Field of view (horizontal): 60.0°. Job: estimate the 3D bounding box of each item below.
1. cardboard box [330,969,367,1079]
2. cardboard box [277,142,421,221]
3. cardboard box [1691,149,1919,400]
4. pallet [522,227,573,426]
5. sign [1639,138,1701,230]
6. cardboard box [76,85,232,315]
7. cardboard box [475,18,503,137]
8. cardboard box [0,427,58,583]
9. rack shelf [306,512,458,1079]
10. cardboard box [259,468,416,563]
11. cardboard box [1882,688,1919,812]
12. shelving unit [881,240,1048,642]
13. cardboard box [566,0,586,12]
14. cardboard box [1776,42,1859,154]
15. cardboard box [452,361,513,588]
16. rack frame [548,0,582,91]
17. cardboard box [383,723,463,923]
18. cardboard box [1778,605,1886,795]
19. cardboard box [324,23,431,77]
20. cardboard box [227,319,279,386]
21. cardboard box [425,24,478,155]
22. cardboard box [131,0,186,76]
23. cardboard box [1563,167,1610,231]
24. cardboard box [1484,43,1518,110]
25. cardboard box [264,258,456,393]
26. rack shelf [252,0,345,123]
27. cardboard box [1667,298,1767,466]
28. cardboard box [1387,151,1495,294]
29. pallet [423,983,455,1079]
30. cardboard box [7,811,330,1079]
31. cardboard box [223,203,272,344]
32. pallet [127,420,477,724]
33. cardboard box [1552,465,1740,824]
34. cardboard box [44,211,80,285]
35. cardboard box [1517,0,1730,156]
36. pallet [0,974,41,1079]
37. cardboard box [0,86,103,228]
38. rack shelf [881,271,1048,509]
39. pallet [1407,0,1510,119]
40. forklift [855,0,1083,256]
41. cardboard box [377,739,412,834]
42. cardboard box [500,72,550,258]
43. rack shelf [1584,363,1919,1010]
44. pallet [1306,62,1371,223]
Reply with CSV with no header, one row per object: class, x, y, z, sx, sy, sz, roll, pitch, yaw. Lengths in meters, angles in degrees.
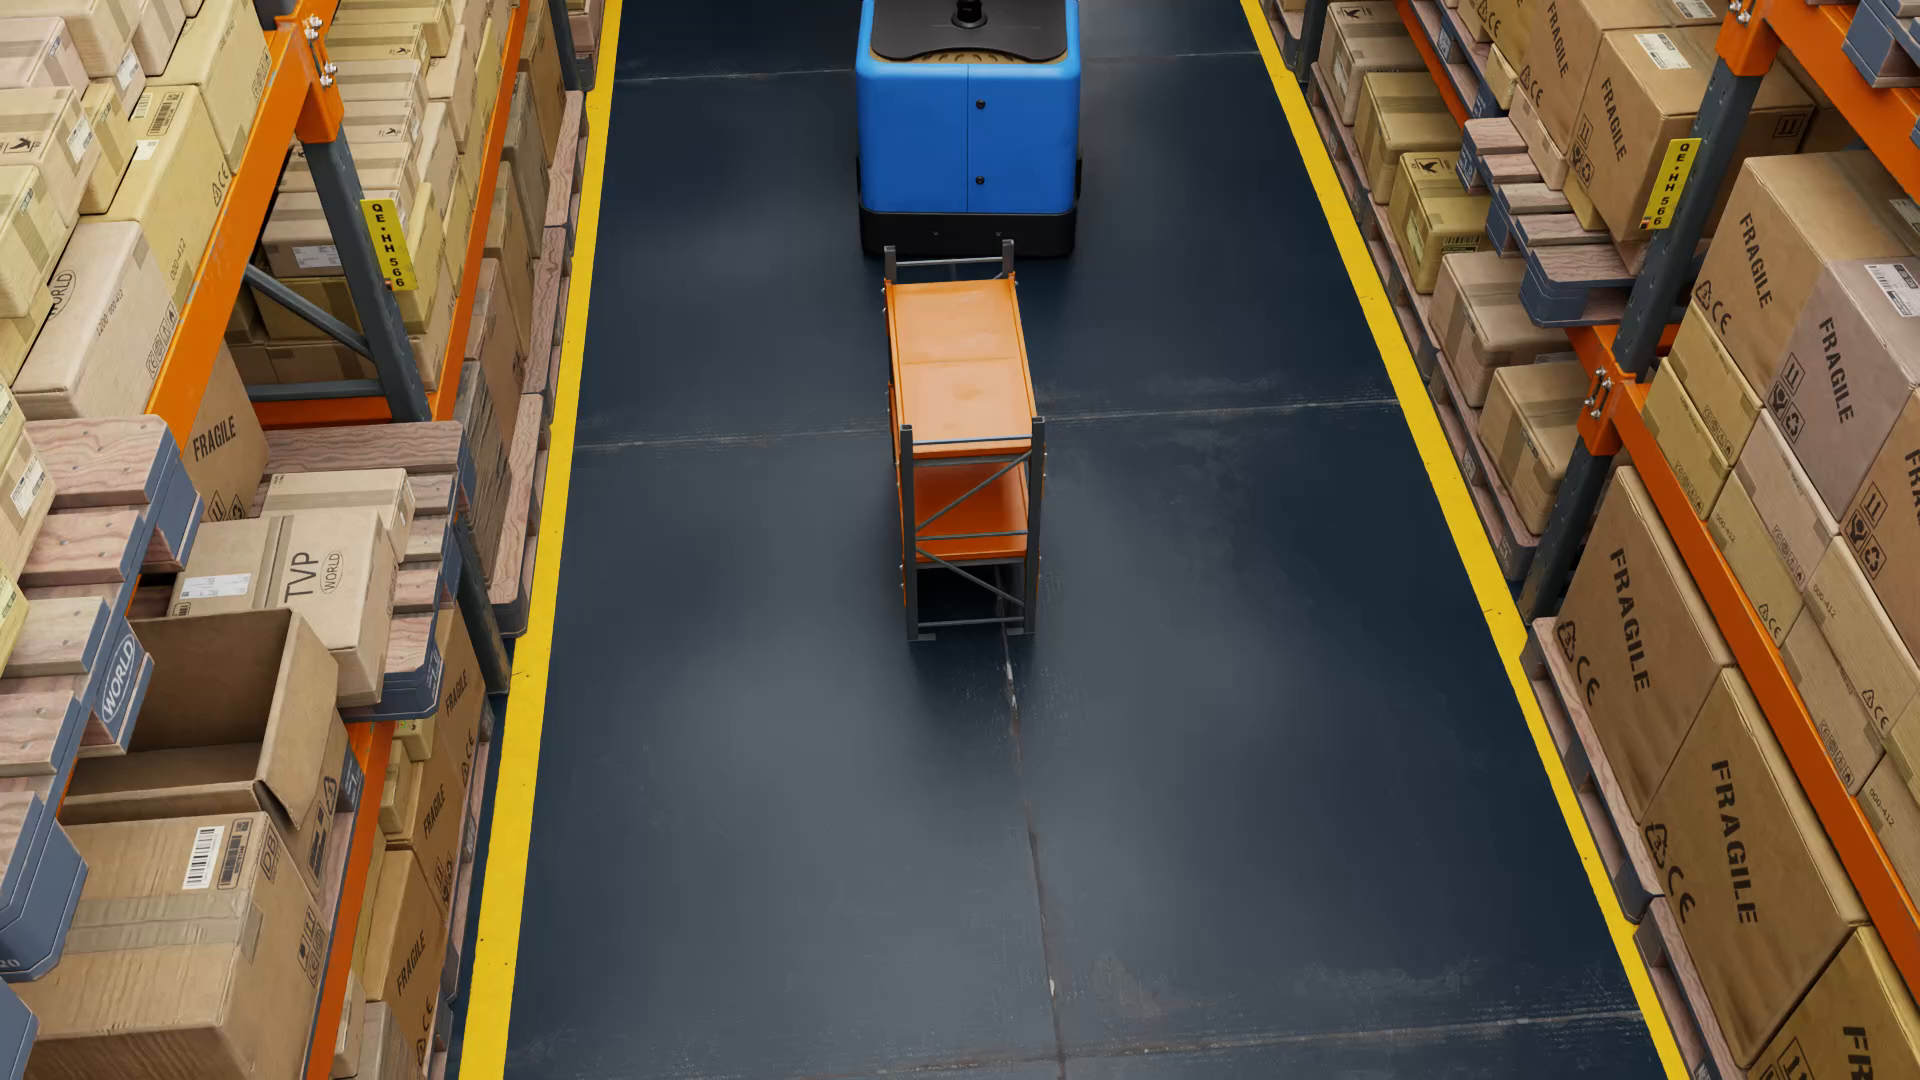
cardboard box,-1.845,1.339,4.538,0.380,0.149,0.250,-6,47,-5
cardboard box,-1.978,-1.155,5.399,0.380,0.149,0.250,-3,47,-2
cardboard box,2.522,-0.767,4.789,0.500,0.500,0.500,-5,47,-5
pallet,-2.350,-0.976,7.665,1.003,0.211,1.213,-3,47,-3
sign,2.185,-1.091,5.111,0.100,0.325,0.005,-3,47,-3
cardboard box,-1.894,-0.716,3.536,0.500,0.250,0.500,-3,47,-3
cardboard box,-2.144,-1.852,6.678,0.500,0.250,0.500,-2,47,-2
cardboard box,-1.669,-0.037,2.604,0.380,0.149,0.250,-3,47,-2
rack shelf,-2.054,1.238,4.143,1.077,0.370,4.000,-3,47,-3
cardboard box,-1.784,-0.062,4.763,0.380,0.149,0.250,-3,47,-3
cardboard box,2.622,0.604,4.007,0.500,0.250,0.500,-3,47,-3
shelving unit,0.001,-0.382,6.473,0.538,1.125,1.048,-3,47,-3
cardboard box,-2.289,-3.090,9.007,0.500,0.250,0.500,-4,47,-3
cardboard box,2.917,-1.381,5.566,0.500,0.500,0.500,-5,47,-4
cardboard box,-2.260,-0.236,6.390,0.875,0.625,0.625,-2,47,-2
rack frame,-2.556,-3.350,7.993,1.000,3.000,0.127,-3,47,-3
cardboard box,-1.940,0.915,5.387,0.500,0.500,0.500,-4,47,-4
cardboard box,2.613,0.411,4.535,0.500,0.250,0.500,-2,47,-2
cardboard box,-2.111,-1.708,5.922,0.380,0.149,0.250,-3,47,-3
cardboard box,-2.514,-0.714,5.600,0.500,0.250,0.500,-4,47,-4
cardboard box,-2.082,-1.654,6.146,0.500,0.250,0.500,-5,47,-4
cardboard box,-1.950,-1.142,3.665,0.380,0.149,0.250,-4,47,-4
cardboard box,2.368,-1.231,5.870,0.380,0.149,0.250,-3,47,-3
cardboard box,2.252,-1.791,6.401,0.380,0.149,0.250,-3,47,-3
cardboard box,-2.015,-0.740,5.625,0.500,0.250,0.500,-3,47,-3
rack shelf,-2.389,-2.687,5.795,1.077,0.370,4.000,-3,47,-3
cardboard box,2.521,-0.499,5.052,0.500,0.250,0.500,-4,47,-4
cardboard box,2.560,-1.493,7.755,0.950,0.372,0.625,-2,47,-2
pallet,-2.098,1.926,4.917,1.003,0.211,1.213,-3,47,-3
cardboard box,-1.813,0.953,3.560,0.700,0.500,0.500,-4,47,-3
cardboard box,-2.536,-0.884,5.417,0.500,0.250,0.500,-3,47,-2
pallet,-2.095,0.096,4.862,1.213,0.211,1.003,-3,47,-3
cardboard box,2.700,0.331,5.682,0.875,0.875,0.875,-4,47,-4
cardboard box,-1.918,-0.590,3.142,0.380,0.149,0.250,-3,47,-3
cardboard box,2.355,-1.727,5.893,0.500,0.500,0.500,-4,47,-4
pallet,-1.871,0.995,1.942,1.213,0.211,1.003,-3,47,-3
cardboard box,-1.813,-0.688,3.030,0.380,0.149,0.250,-4,47,-4
rack shelf,0.001,-0.583,6.261,0.538,0.278,1.000,-3,47,-3
pallet,2.518,-2.124,6.964,1.003,0.211,1.213,-3,47,-3
forklift,0.064,-3.445,8.130,1.130,2.935,3.031,1,47,1
cardboard box,-1.896,0.767,5.080,0.380,0.149,0.250,-5,47,-5
cardboard box,-2.444,-1.739,7.814,0.875,0.625,0.625,-4,47,-4
rack shelf,2.892,0.934,4.431,1.077,0.370,4.000,-3,47,-3
pallet,2.456,-2.132,8.761,1.003,0.211,1.213,-3,47,-3
